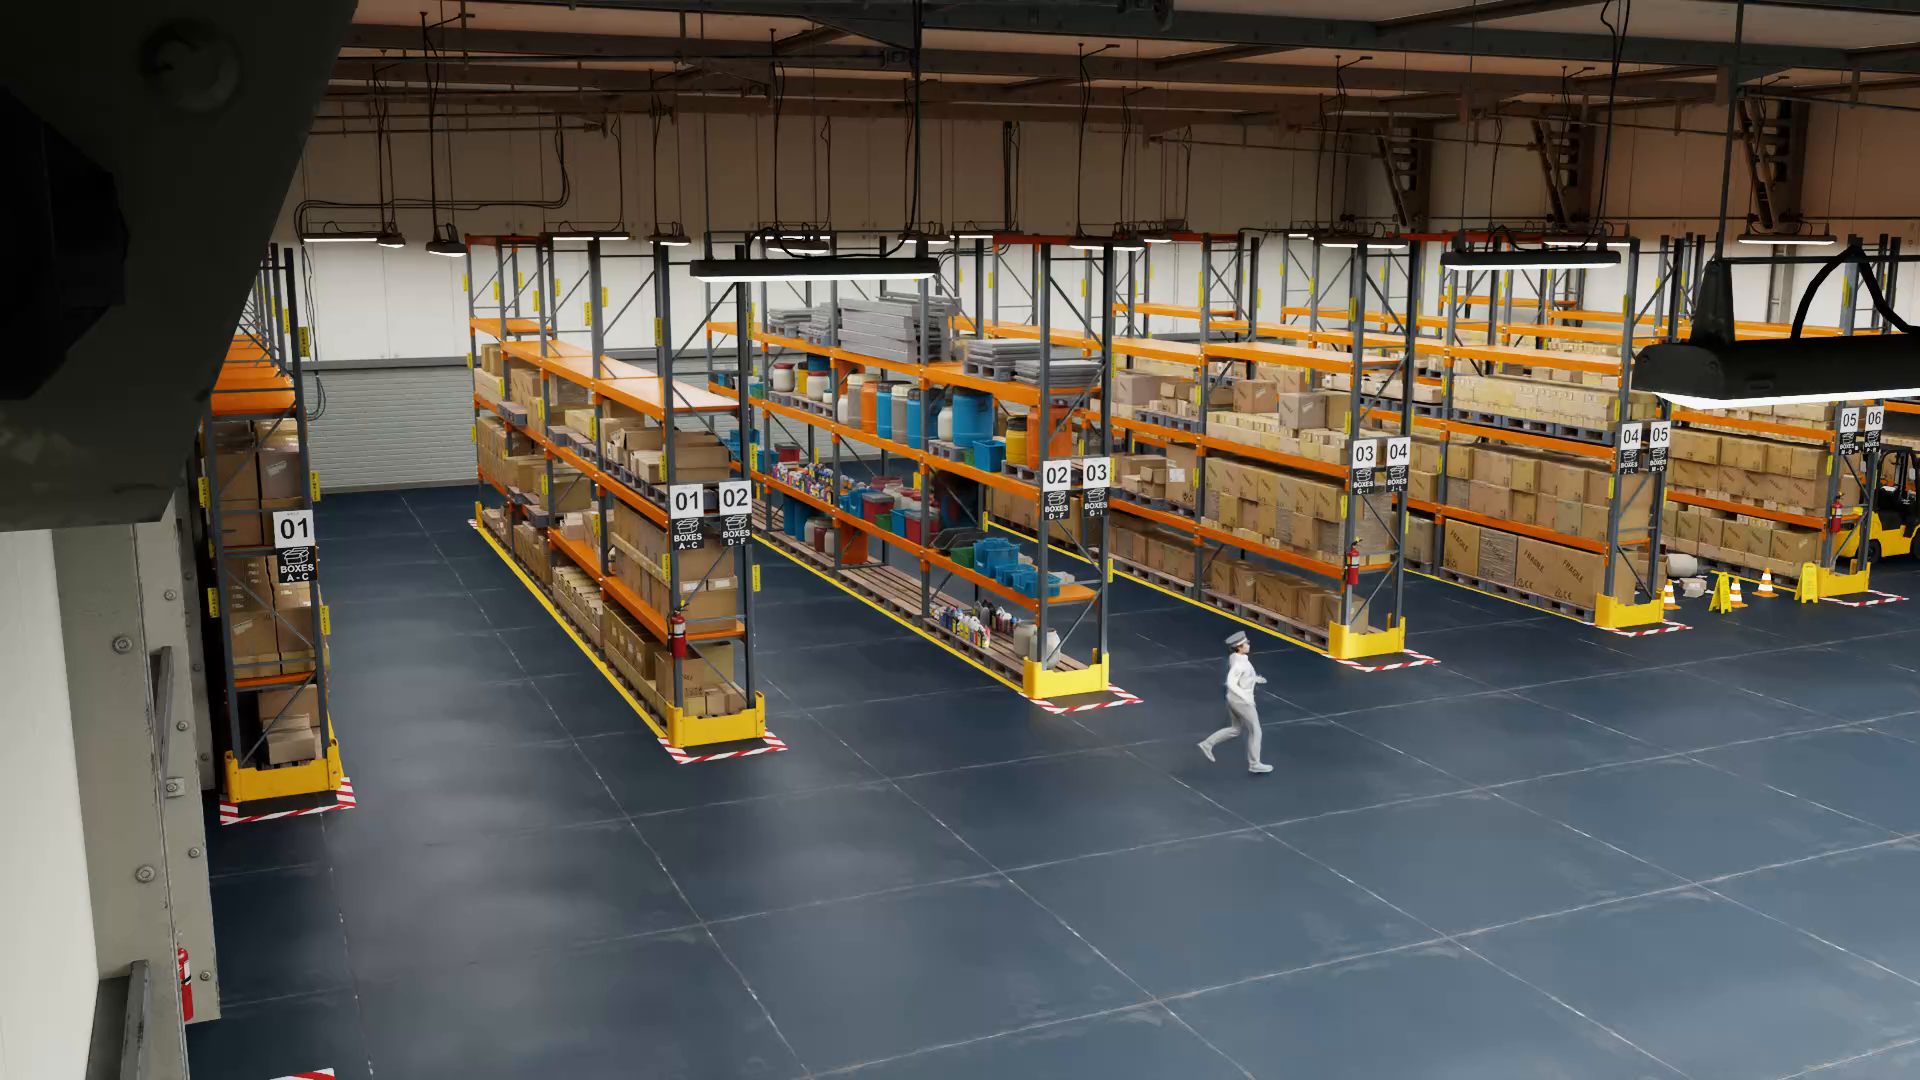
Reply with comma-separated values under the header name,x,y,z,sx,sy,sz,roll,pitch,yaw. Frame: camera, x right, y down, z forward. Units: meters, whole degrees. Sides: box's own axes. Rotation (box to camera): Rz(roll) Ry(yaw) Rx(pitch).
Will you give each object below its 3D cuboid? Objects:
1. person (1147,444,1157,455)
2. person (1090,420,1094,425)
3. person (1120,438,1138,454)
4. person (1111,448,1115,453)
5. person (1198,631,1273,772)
name,x,y,z,sx,sy,sz,roll,pitch,yaw
person,4.884,-2.472,41.728,0.682,1.629,0.664,7,13,33
person,3.004,-1.963,38.667,0.672,1.773,0.759,-2,11,-11
person,4.372,-2.604,42.190,0.551,1.664,0.701,-6,12,-27
person,3.085,-1.339,35.391,0.662,1.716,0.968,-7,13,-32
person,3.205,1.857,19.124,0.843,1.667,0.625,0,11,-2
